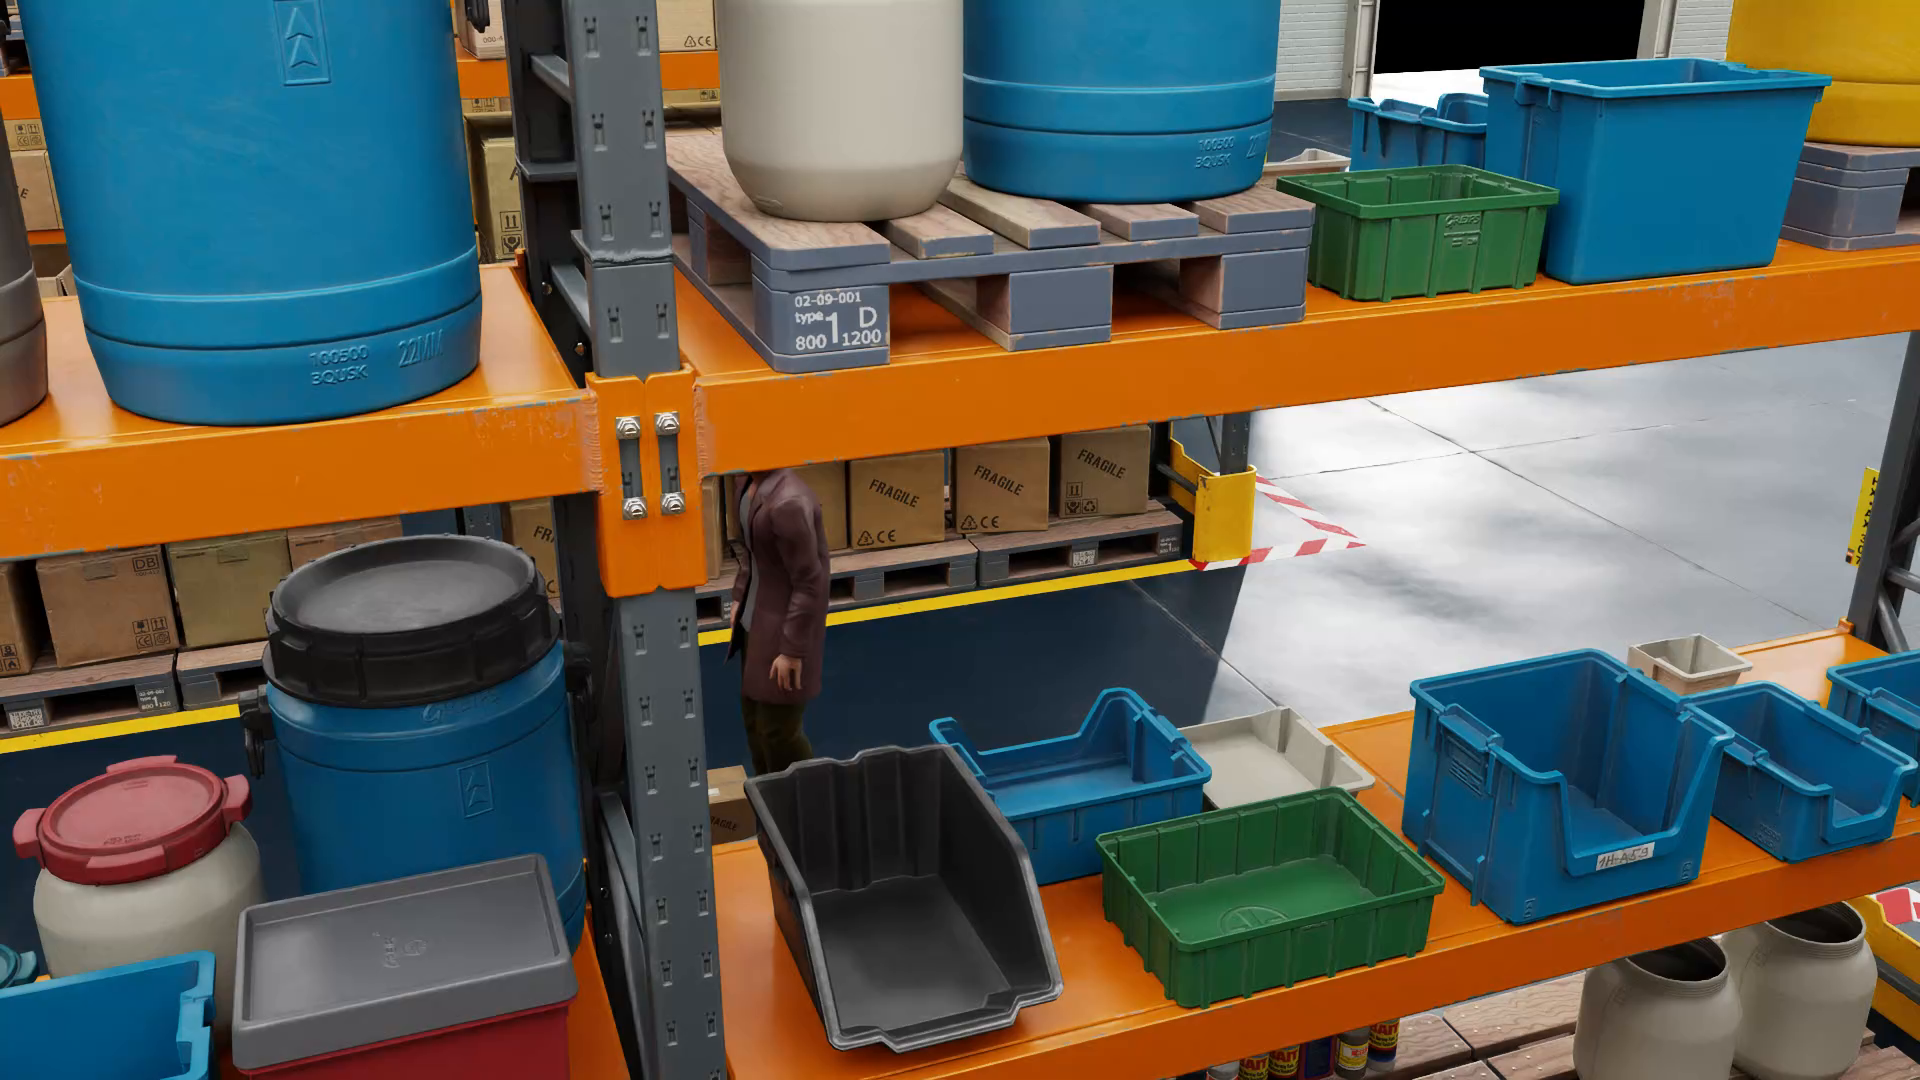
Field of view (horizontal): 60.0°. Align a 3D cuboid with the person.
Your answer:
[{"bbox_3d":[-0.707,0.333,6.297,0.423,1.774,0.653,-9,24,-22],"label":"person"}]
